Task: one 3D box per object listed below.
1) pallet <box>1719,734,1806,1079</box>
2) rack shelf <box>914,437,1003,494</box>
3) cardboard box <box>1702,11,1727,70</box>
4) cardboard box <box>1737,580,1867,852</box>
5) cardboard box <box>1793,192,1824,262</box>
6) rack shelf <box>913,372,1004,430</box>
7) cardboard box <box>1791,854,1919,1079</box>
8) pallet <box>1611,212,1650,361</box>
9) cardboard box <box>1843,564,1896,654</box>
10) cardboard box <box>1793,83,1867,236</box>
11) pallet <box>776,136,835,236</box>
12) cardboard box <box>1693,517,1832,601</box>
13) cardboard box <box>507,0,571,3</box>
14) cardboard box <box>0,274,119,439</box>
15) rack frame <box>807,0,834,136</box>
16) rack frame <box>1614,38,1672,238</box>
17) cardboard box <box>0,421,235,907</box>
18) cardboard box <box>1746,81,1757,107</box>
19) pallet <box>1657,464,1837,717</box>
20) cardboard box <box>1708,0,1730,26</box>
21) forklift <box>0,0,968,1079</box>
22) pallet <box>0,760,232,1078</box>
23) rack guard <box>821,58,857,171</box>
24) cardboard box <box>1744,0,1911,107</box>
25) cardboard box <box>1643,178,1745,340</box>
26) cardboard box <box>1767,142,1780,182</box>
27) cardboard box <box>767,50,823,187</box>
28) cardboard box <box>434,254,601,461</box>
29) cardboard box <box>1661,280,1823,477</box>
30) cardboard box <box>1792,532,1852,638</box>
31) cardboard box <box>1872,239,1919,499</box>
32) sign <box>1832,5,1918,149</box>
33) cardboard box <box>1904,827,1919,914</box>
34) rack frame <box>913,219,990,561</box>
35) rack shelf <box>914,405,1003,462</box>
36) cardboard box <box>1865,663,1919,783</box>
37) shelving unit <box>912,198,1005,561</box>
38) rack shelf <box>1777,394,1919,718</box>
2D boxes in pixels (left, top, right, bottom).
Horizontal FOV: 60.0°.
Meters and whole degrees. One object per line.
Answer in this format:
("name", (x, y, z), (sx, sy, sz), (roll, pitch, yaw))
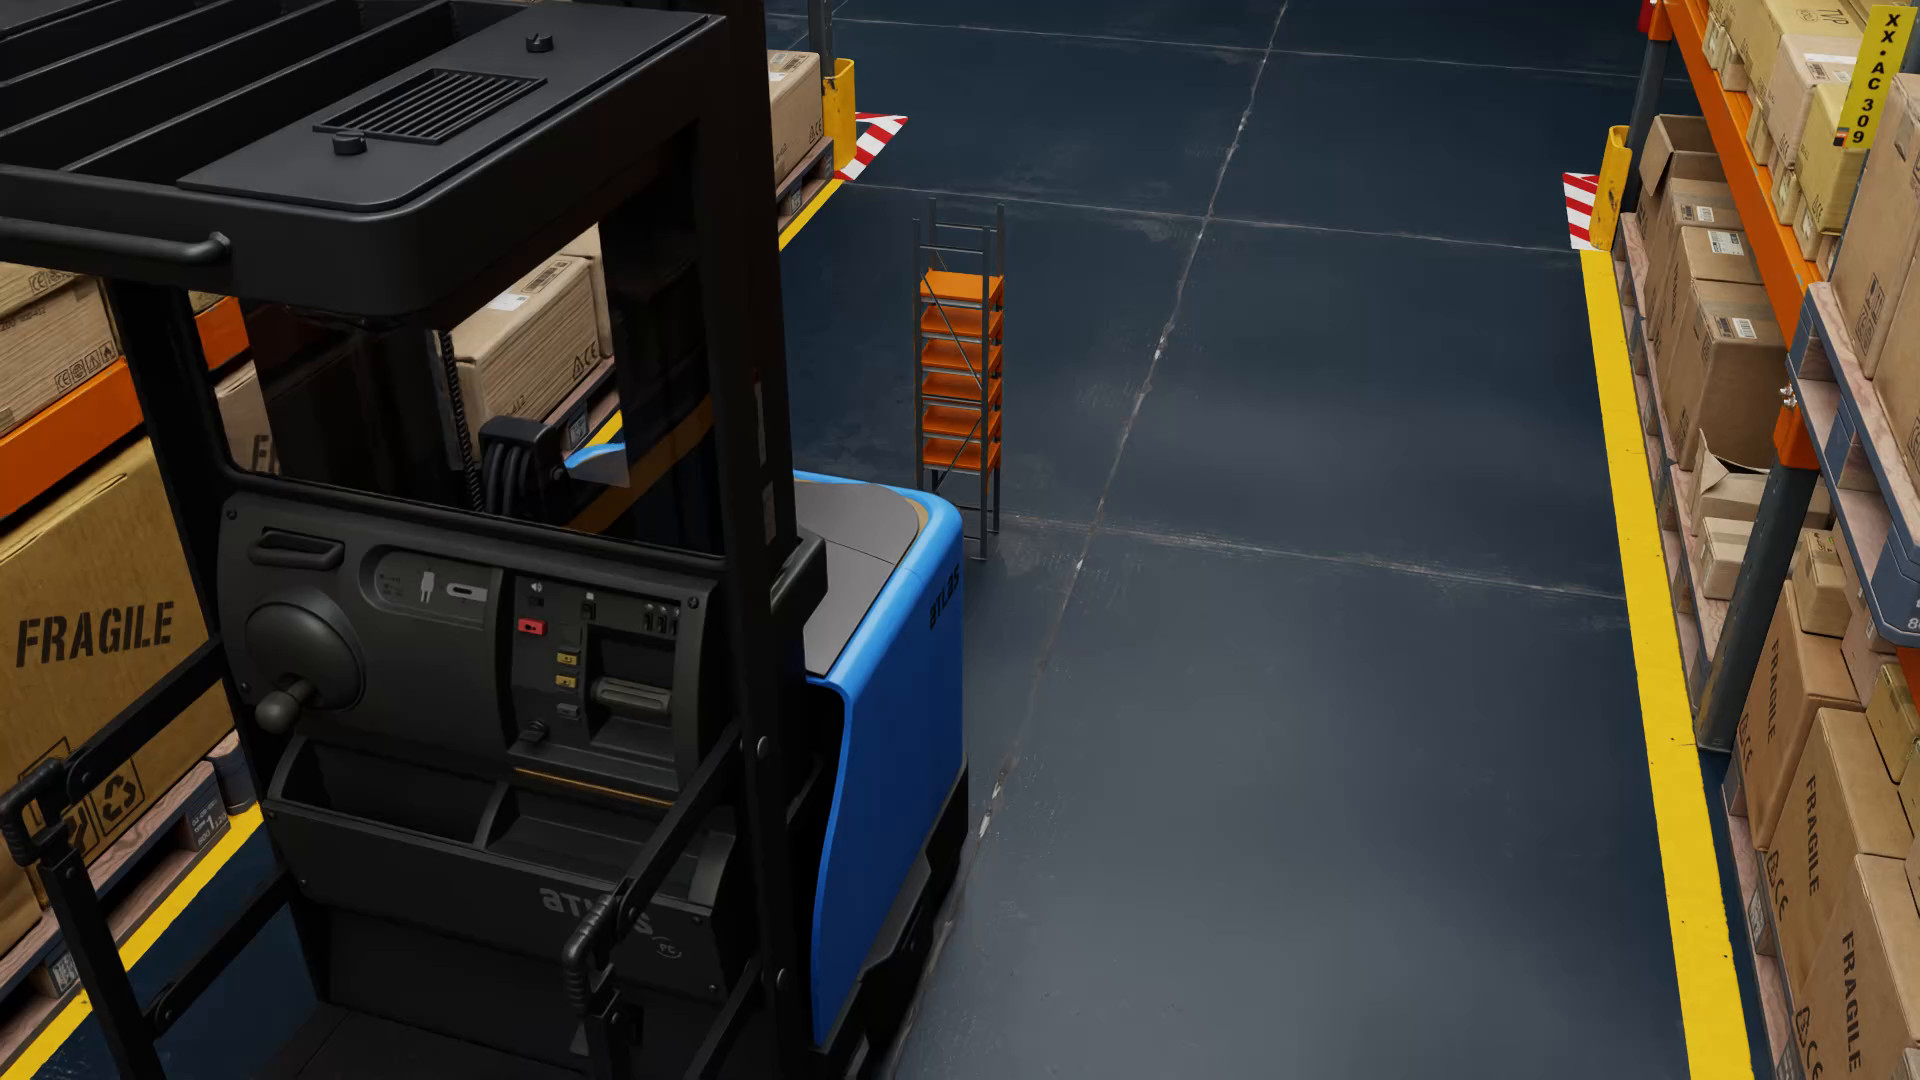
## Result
("pallet", (2.455, 0.981, 4.010), (1.003, 0.211, 1.213), (8, 33, 12))
("rack shelf", (-0.004, -0.259, 5.569), (0.258, 0.103, 0.180), (8, 33, 12))
("cardboard box", (2.917, -1.797, 6.015), (0.380, 0.149, 0.250), (7, 33, 11))
("cardboard box", (2.285, 0.475, 4.145), (0.500, 0.500, 0.500), (9, 34, 14))
("cardboard box", (2.507, -0.855, 4.532), (0.380, 0.149, 0.250), (9, 34, 14))
("rack shelf", (-0.004, -0.461, 5.440), (0.258, 0.103, 0.180), (8, 33, 12))
("cardboard box", (2.028, 1.011, 3.301), (0.500, 0.500, 0.500), (7, 33, 11))
("pallet", (3.420, -1.068, 7.234), (1.003, 0.211, 1.213), (8, 33, 12))
("cardboard box", (2.257, 0.147, 3.779), (0.380, 0.149, 0.250), (6, 33, 10))
("cardboard box", (2.519, -0.982, 4.362), (0.500, 0.250, 0.500), (9, 33, 14))
("pallet", (-1.289, -1.770, 8.337), (1.003, 0.211, 1.213), (8, 33, 12))
("cardboard box", (2.483, 0.074, 5.103), (0.380, 0.149, 0.250), (7, 33, 11))
("cardboard box", (-1.673, -1.807, 5.703), (0.500, 0.500, 0.500), (8, 33, 13))
("cardboard box", (-2.324, -0.443, 3.790), (0.500, 0.250, 0.500), (7, 33, 11))
("rack frame", (-1.162, -3.372, 8.259), (1.000, 3.000, 0.127), (8, 33, 12))
("rack frame", (3.640, -2.698, 7.199), (1.000, 3.000, 0.127), (8, 33, 12))
("cardboard box", (-2.479, 0.225, 4.189), (0.875, 0.875, 0.875), (9, 34, 14))
("cardboard box", (2.871, -1.515, 5.571), (0.380, 0.149, 0.250), (8, 33, 12))
("pallet", (2.800, 0.198, 5.242), (1.003, 0.211, 1.213), (8, 33, 12))
("cardboard box", (3.011, -2.037, 6.020), (0.500, 0.250, 0.500), (7, 33, 11))
("forklift", (-0.917, 0.237, 2.644), (1.130, 2.935, 3.031), (10, 34, 15))
("pallet", (-2.607, 0.926, 4.097), (1.003, 0.211, 1.213), (8, 33, 12))
("rack guard", (-1.156, -2.330, 8.949), (1.175, 0.500, 0.348), (8, 33, 12))
("cardboard box", (2.771, -1.501, 5.178), (0.500, 0.250, 0.500), (8, 33, 12))
("cardboard box", (3.139, -1.078, 6.588), (0.700, 0.500, 0.500), (9, 34, 14))
("cardboard box", (2.642, -1.125, 4.958), (0.380, 0.149, 0.250), (9, 34, 14))
("cardboard box", (-1.233, -2.112, 8.273), (0.875, 0.438, 0.875), (7, 33, 11))
("cardboard box", (-1.914, -0.704, 6.058), (0.875, 0.438, 0.875), (8, 33, 12))
("cardboard box", (2.875, -0.539, 5.741), (0.700, 0.500, 0.500), (7, 33, 11))
("cardboard box", (2.277, 0.131, 4.082), (0.380, 0.149, 0.250), (10, 34, 15))
("cardboard box", (2.155, -0.353, 3.024), (0.700, 0.500, 0.500), (8, 33, 13))
("sign", (2.098, -1.058, 3.811), (0.100, 0.325, 0.005), (8, 33, 12))
("cardboard box", (2.071, 0.689, 3.204), (0.380, 0.149, 0.250), (8, 33, 12))
("rack frame", (-0.027, -0.451, 5.342), (0.240, 1.200, 0.006), (8, 33, 12))
("rack shelf", (-0.004, -0.360, 5.505), (0.258, 0.103, 0.180), (8, 33, 12))
("cardboard box", (2.227, 0.420, 3.627), (0.380, 0.149, 0.250), (6, 33, 10))
("shelving unit", (-0.004, -0.499, 5.416), (0.258, 1.200, 0.189), (8, 33, 12))
("rack shelf", (2.118, 0.719, 2.494), (1.077, 0.370, 4.000), (8, 33, 12))
